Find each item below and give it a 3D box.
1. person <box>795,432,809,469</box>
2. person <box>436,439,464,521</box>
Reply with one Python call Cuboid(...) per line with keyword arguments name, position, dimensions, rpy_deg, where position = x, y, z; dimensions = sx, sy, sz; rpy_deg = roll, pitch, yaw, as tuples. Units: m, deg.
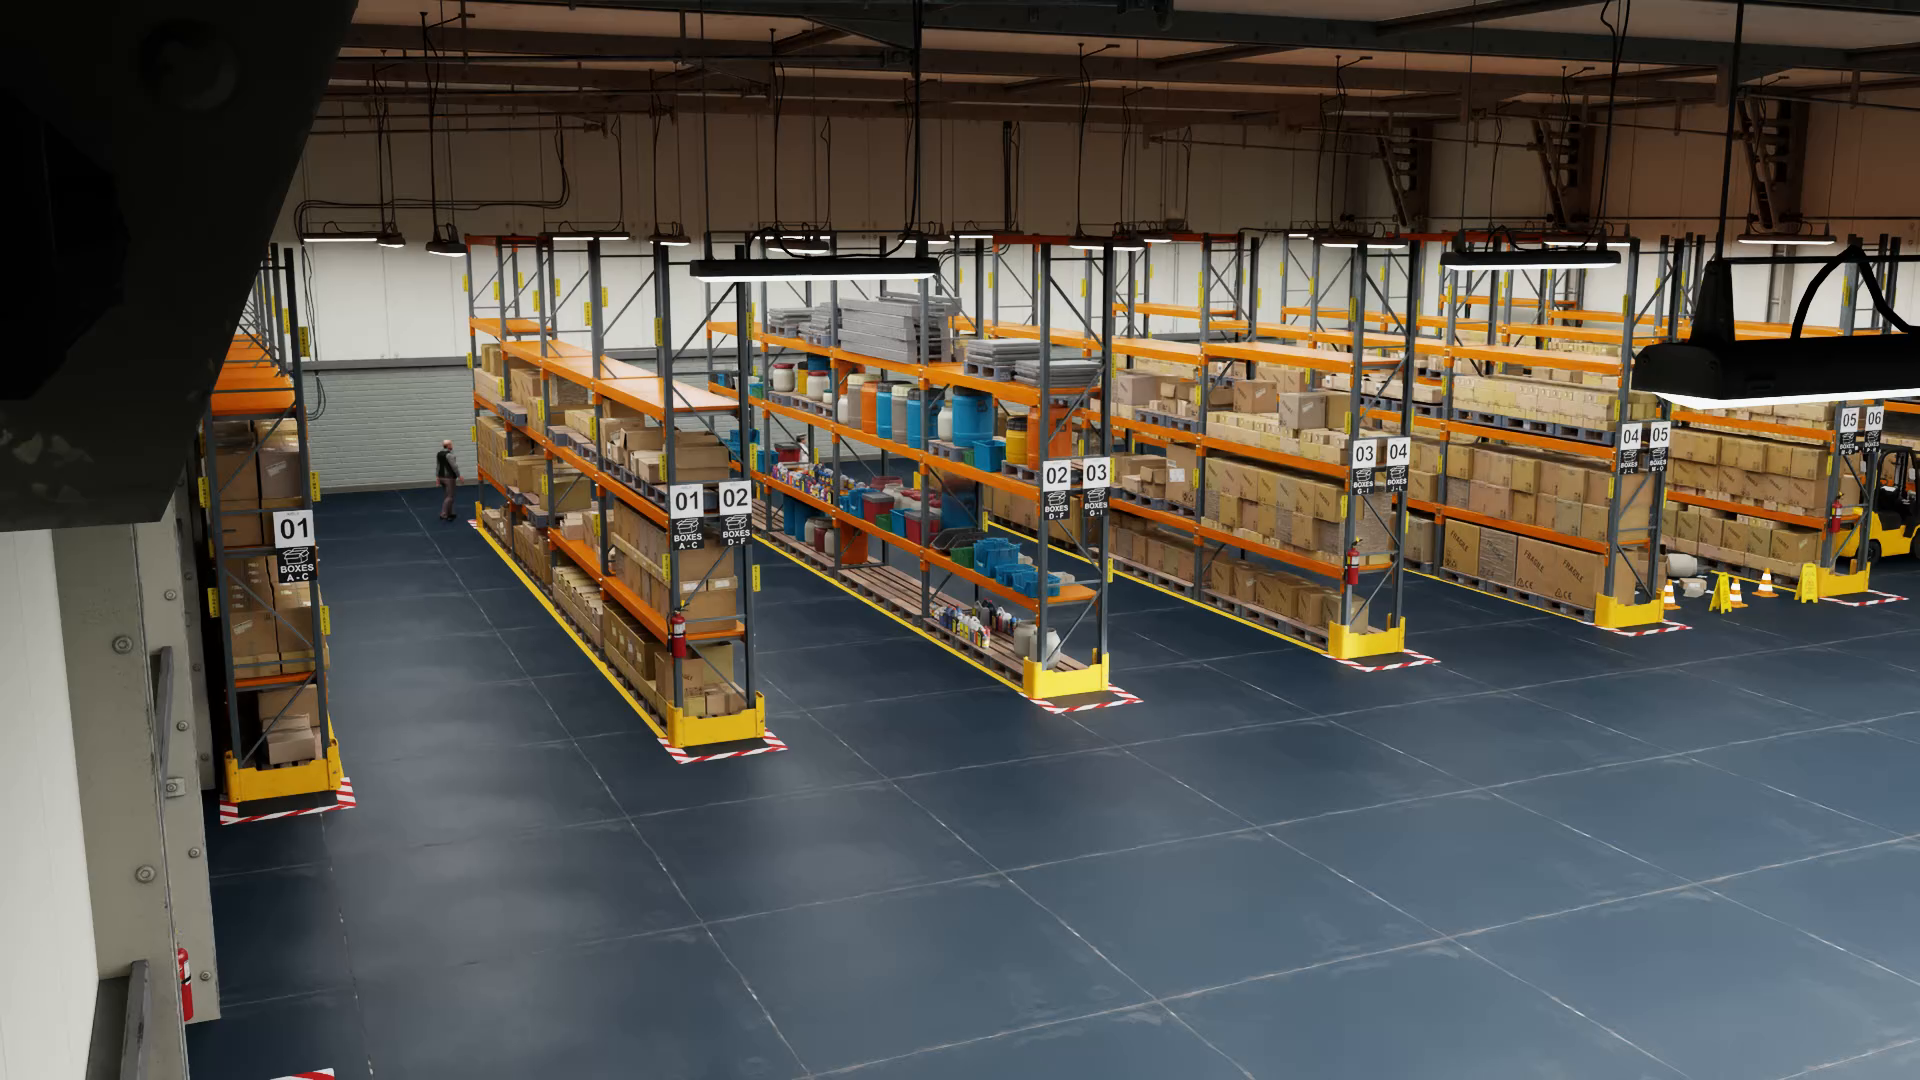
Cuboid(name="person", position=(-3.488, -1.521, 36.638), dimensions=(0.392, 1.712, 0.550), rpy_deg=(-7, 13, -33))
Cuboid(name="person", position=(-10.854, -1.268, 35.163), dimensions=(0.586, 1.720, 0.600), rpy_deg=(10, 15, 42))
